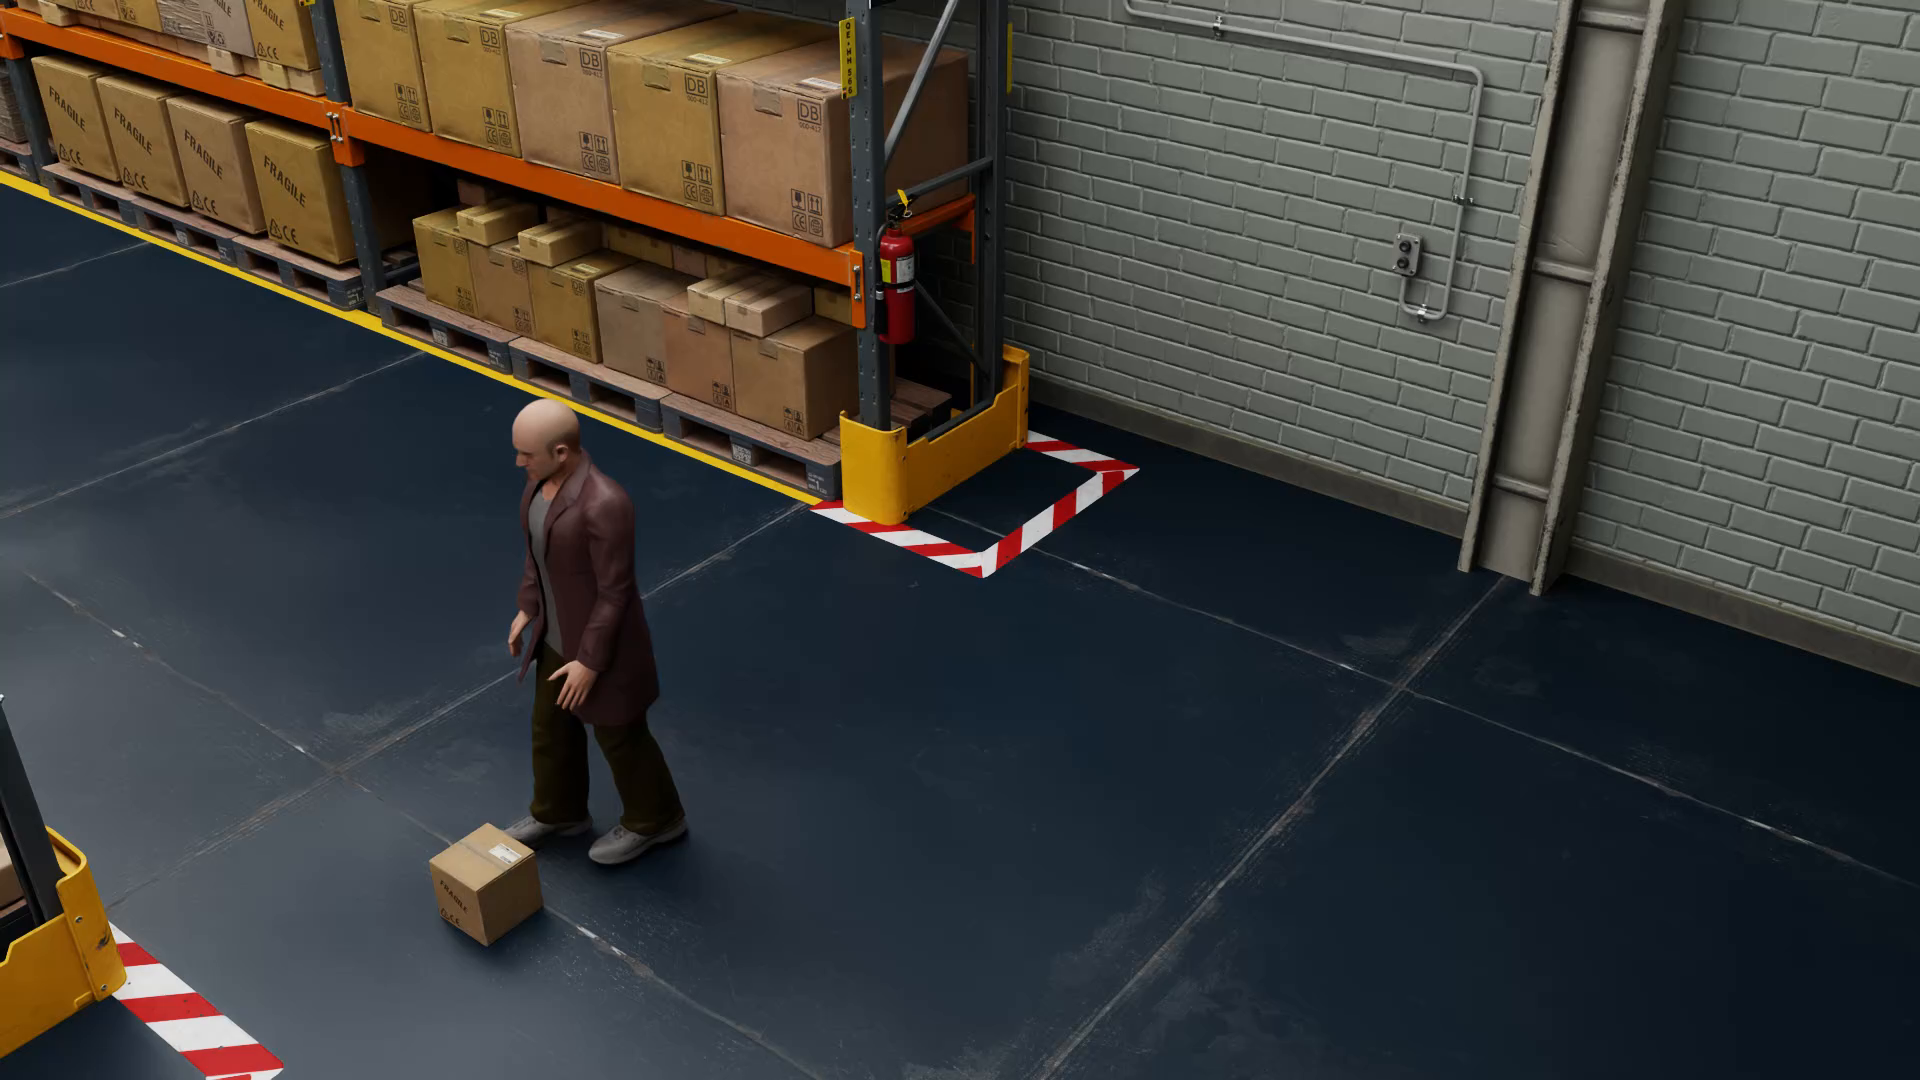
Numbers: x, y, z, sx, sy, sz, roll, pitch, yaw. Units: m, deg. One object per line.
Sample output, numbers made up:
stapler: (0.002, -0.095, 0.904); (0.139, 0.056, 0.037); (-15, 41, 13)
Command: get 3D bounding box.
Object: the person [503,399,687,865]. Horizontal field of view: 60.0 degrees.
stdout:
person: (-1.306, 0.345, 5.530); (0.624, 1.777, 0.594); (-23, 37, -33)
